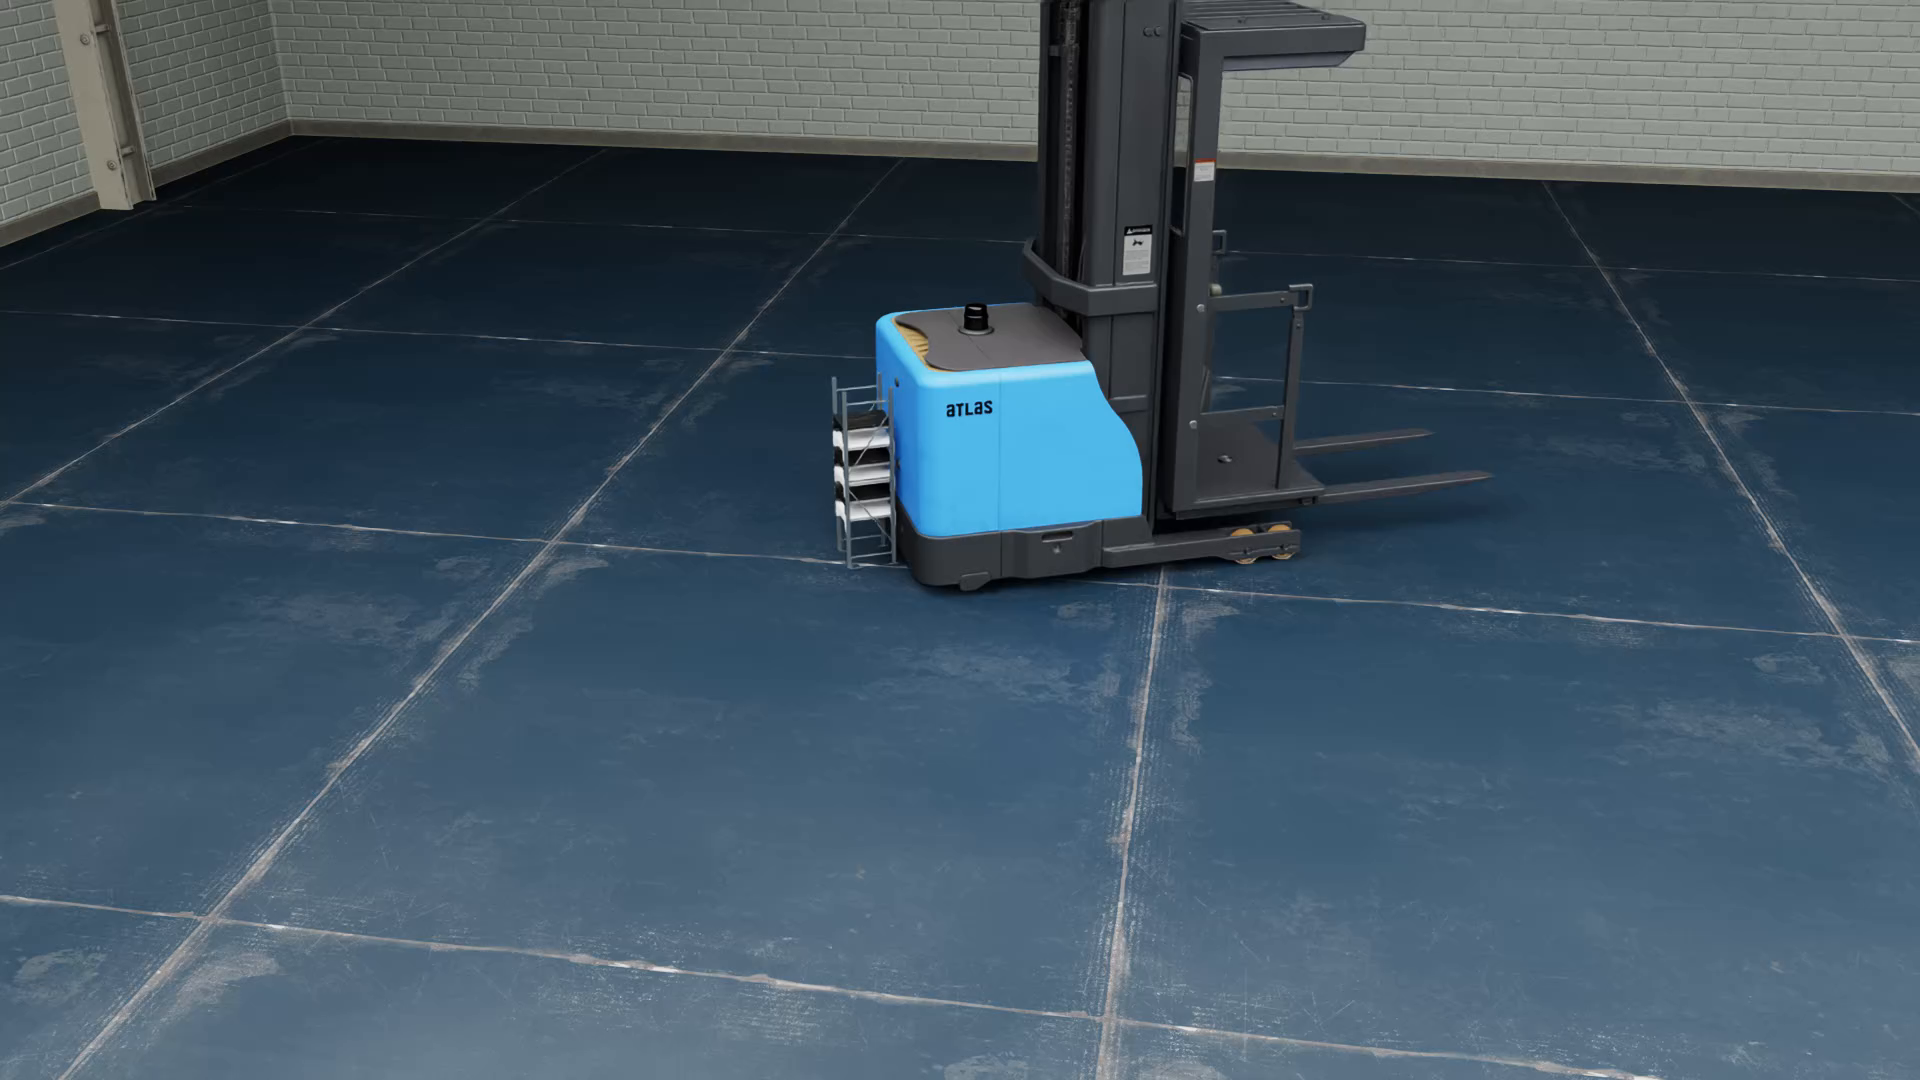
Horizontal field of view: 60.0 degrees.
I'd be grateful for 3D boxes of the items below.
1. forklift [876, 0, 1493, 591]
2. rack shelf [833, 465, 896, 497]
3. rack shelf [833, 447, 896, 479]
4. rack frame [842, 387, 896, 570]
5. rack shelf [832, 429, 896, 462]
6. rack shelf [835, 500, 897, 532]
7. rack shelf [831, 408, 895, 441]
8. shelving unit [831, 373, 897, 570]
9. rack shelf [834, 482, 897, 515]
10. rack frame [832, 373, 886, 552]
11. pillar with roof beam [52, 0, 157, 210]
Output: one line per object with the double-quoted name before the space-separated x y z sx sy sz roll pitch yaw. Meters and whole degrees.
"forklift" 1.153 -1.421 7.828 3.031 2.935 1.130 -6 26 -13
"rack shelf" -0.452 -0.291 7.889 0.258 0.077 0.200 -7 26 -15
"rack shelf" -0.452 -0.373 7.851 0.258 0.077 0.200 -7 26 -15
"rack frame" -0.423 -0.280 7.787 0.240 0.900 0.006 -7 26 -15
"rack shelf" -0.452 -0.454 7.813 0.258 0.077 0.200 -7 26 -15
"rack shelf" -0.452 -0.128 7.965 0.258 0.077 0.200 -7 26 -15
"rack shelf" -0.452 -0.536 7.774 0.258 0.077 0.200 -7 26 -15
"shelving unit" -0.452 -0.321 7.875 0.258 0.900 0.210 -7 26 -15
"rack shelf" -0.452 -0.210 7.927 0.258 0.077 0.200 -7 26 -15
"rack frame" -0.482 -0.362 7.963 0.240 0.900 0.006 -7 26 -15
"pillar with roof beam" -3.024 -6.714 11.980 9.100 9.000 0.400 4 25 9
